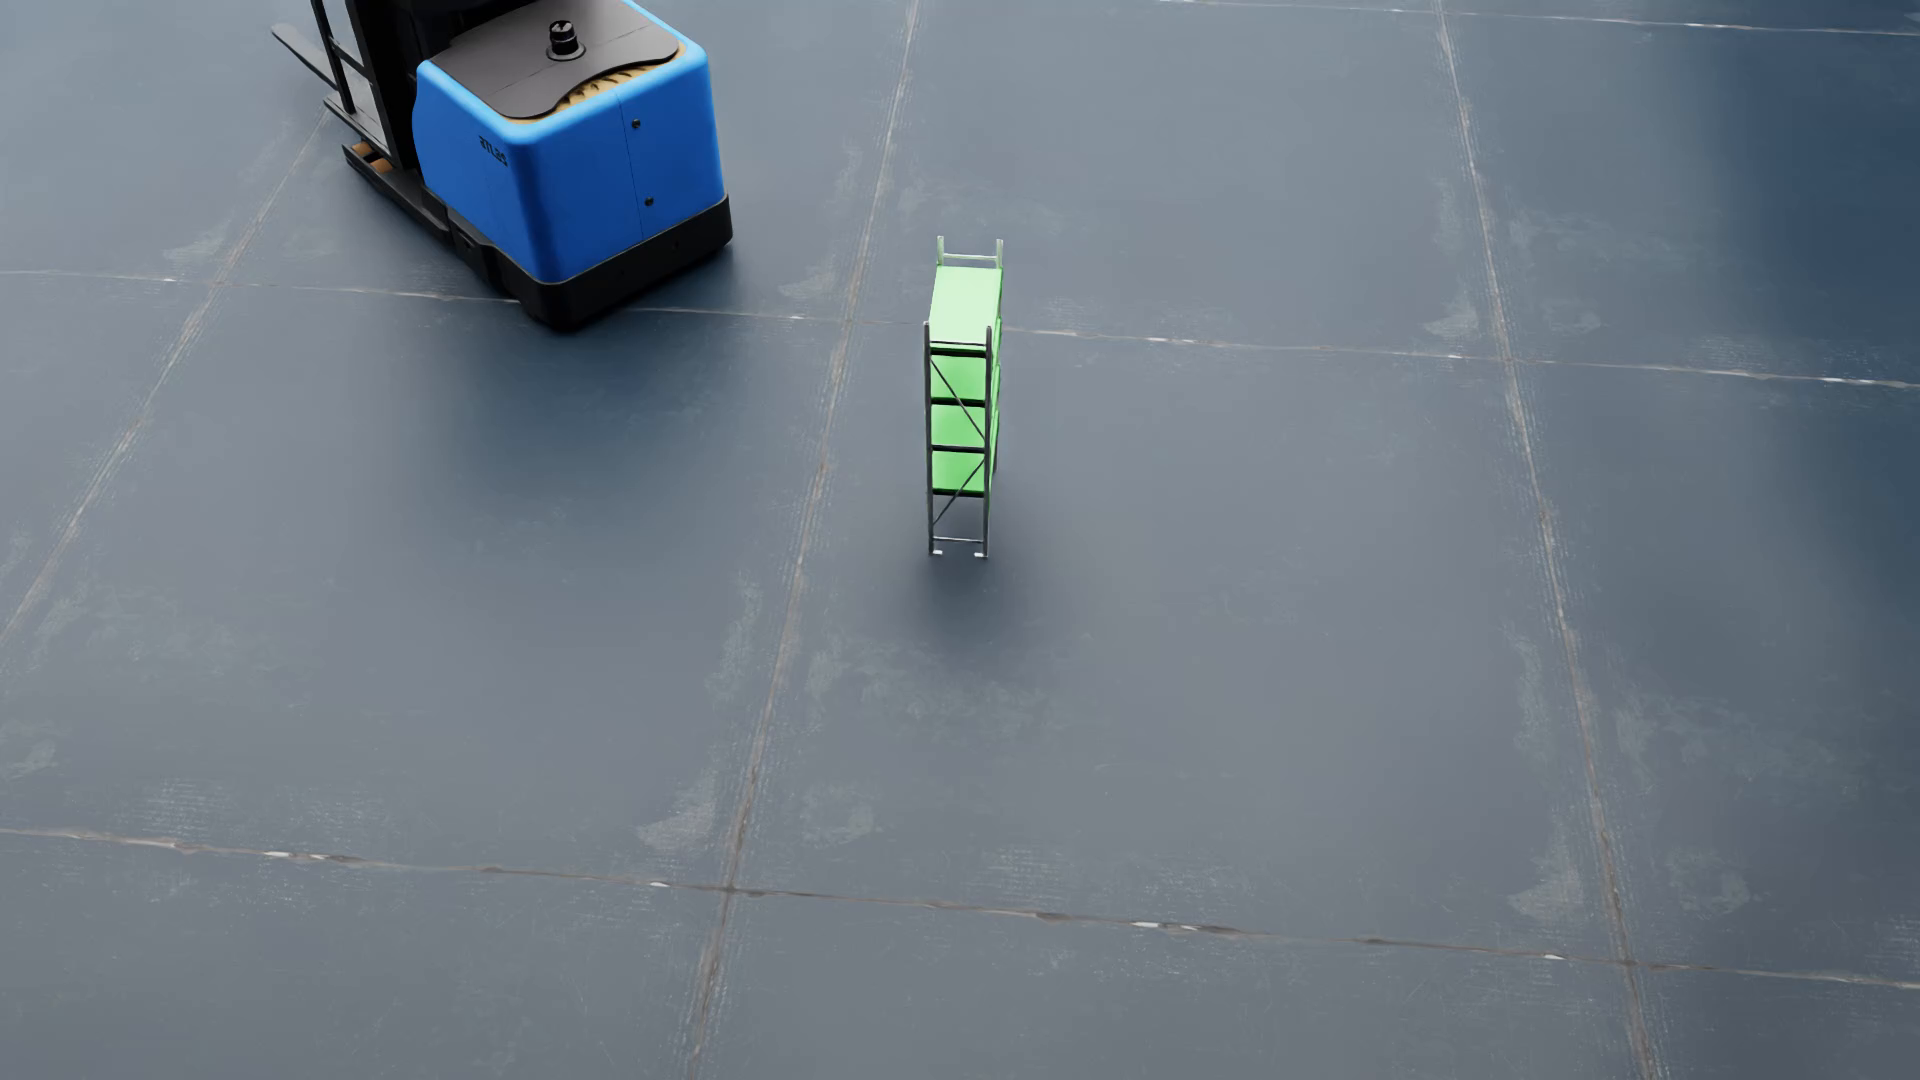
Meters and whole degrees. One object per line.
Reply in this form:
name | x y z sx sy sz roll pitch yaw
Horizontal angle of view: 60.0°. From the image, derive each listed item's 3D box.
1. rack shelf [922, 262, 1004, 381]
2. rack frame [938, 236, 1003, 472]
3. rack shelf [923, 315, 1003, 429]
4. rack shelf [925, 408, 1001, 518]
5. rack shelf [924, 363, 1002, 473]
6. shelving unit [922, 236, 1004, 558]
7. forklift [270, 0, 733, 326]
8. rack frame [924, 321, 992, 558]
rack shelf | 0.015 -0.807 6.111 0.258 0.148 0.480 4 48 4
rack frame | 0.037 -0.706 6.583 0.240 1.200 0.015 4 48 4
rack shelf | 0.015 -0.645 6.289 0.258 0.148 0.480 4 48 4
rack shelf | 0.015 -0.321 6.643 0.258 0.148 0.480 4 48 4
rack shelf | 0.015 -0.483 6.466 0.258 0.148 0.480 4 48 4
shelving unit | 0.015 -0.527 6.419 0.258 1.200 0.503 4 48 4
forklift | -2.458 -2.960 7.471 1.130 2.935 3.031 -34 56 -27
rack frame | -0.007 -0.347 6.255 0.240 1.200 0.015 4 48 4
